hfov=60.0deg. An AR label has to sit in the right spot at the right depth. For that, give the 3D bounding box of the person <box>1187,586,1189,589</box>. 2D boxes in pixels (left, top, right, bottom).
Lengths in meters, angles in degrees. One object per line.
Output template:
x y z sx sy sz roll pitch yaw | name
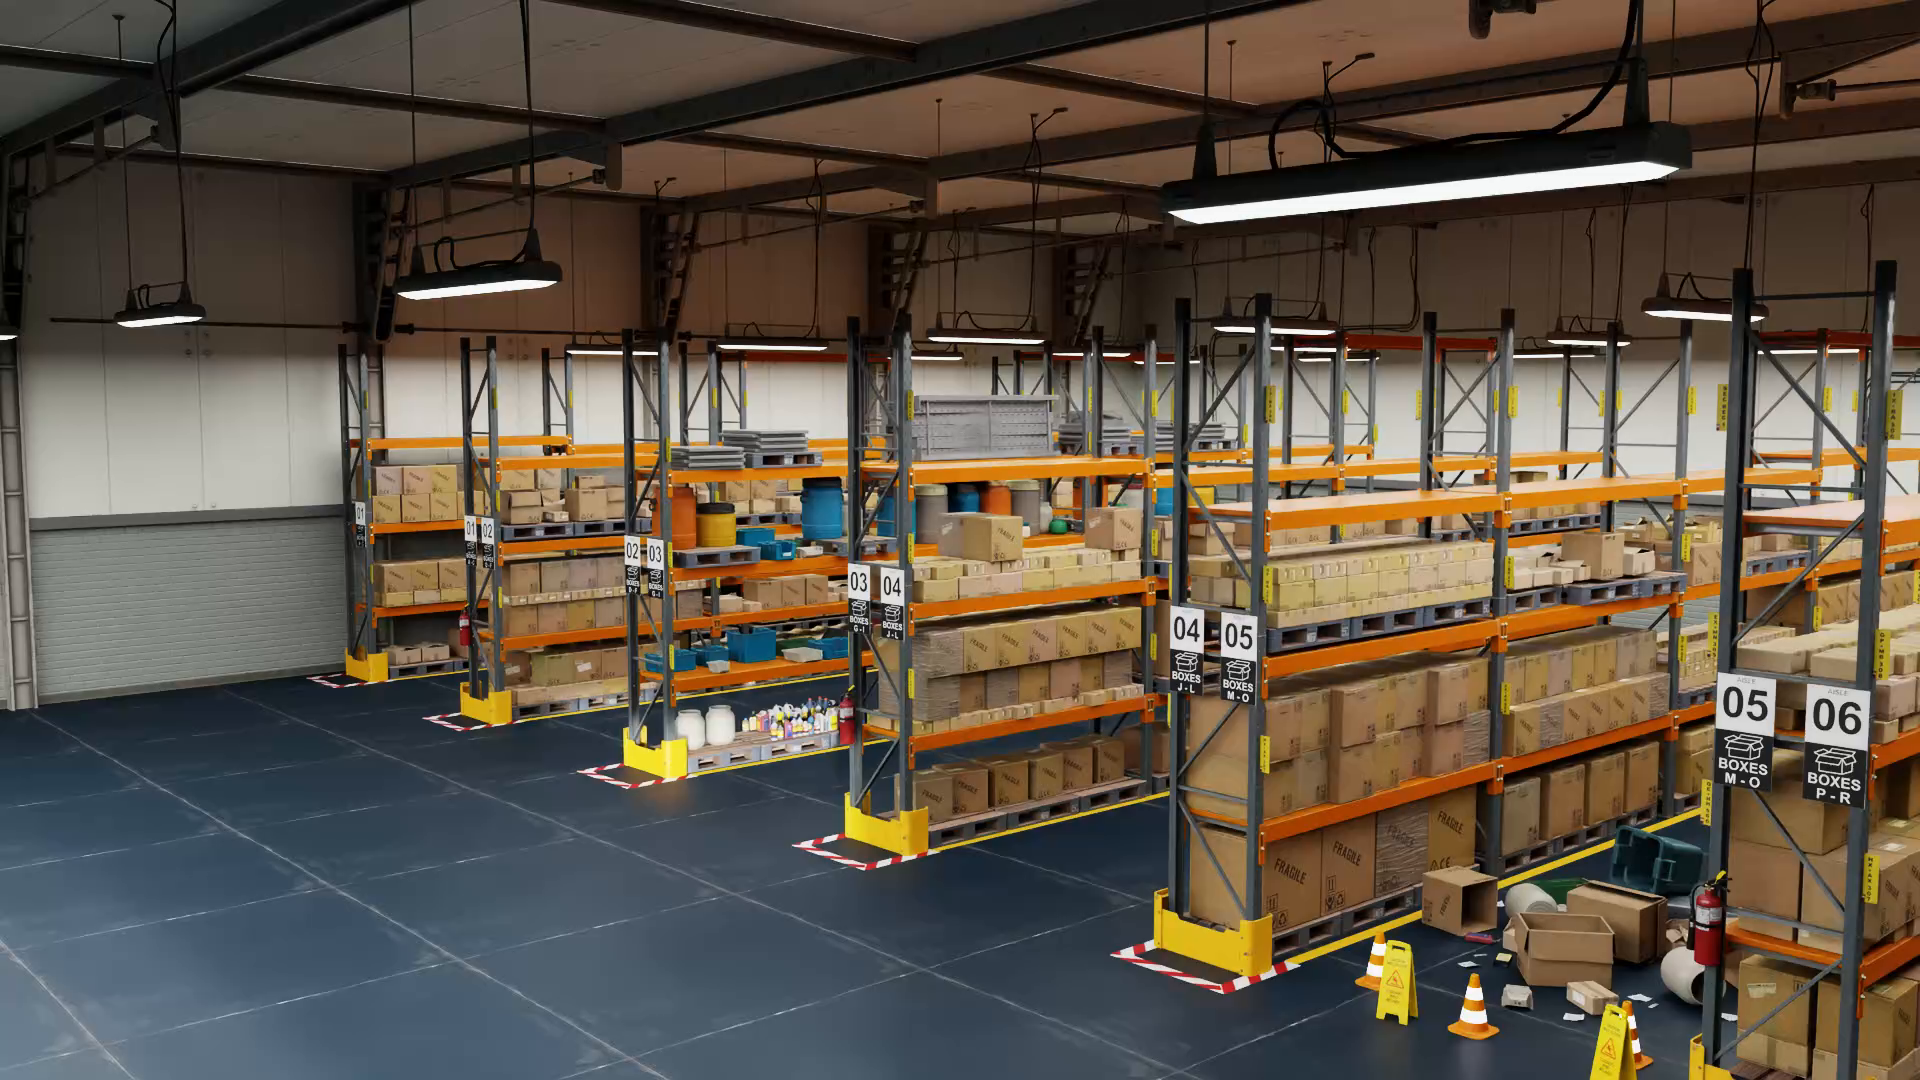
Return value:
5.112 0.922 37.716 0.837 1.772 0.682 4 7 40 | person
